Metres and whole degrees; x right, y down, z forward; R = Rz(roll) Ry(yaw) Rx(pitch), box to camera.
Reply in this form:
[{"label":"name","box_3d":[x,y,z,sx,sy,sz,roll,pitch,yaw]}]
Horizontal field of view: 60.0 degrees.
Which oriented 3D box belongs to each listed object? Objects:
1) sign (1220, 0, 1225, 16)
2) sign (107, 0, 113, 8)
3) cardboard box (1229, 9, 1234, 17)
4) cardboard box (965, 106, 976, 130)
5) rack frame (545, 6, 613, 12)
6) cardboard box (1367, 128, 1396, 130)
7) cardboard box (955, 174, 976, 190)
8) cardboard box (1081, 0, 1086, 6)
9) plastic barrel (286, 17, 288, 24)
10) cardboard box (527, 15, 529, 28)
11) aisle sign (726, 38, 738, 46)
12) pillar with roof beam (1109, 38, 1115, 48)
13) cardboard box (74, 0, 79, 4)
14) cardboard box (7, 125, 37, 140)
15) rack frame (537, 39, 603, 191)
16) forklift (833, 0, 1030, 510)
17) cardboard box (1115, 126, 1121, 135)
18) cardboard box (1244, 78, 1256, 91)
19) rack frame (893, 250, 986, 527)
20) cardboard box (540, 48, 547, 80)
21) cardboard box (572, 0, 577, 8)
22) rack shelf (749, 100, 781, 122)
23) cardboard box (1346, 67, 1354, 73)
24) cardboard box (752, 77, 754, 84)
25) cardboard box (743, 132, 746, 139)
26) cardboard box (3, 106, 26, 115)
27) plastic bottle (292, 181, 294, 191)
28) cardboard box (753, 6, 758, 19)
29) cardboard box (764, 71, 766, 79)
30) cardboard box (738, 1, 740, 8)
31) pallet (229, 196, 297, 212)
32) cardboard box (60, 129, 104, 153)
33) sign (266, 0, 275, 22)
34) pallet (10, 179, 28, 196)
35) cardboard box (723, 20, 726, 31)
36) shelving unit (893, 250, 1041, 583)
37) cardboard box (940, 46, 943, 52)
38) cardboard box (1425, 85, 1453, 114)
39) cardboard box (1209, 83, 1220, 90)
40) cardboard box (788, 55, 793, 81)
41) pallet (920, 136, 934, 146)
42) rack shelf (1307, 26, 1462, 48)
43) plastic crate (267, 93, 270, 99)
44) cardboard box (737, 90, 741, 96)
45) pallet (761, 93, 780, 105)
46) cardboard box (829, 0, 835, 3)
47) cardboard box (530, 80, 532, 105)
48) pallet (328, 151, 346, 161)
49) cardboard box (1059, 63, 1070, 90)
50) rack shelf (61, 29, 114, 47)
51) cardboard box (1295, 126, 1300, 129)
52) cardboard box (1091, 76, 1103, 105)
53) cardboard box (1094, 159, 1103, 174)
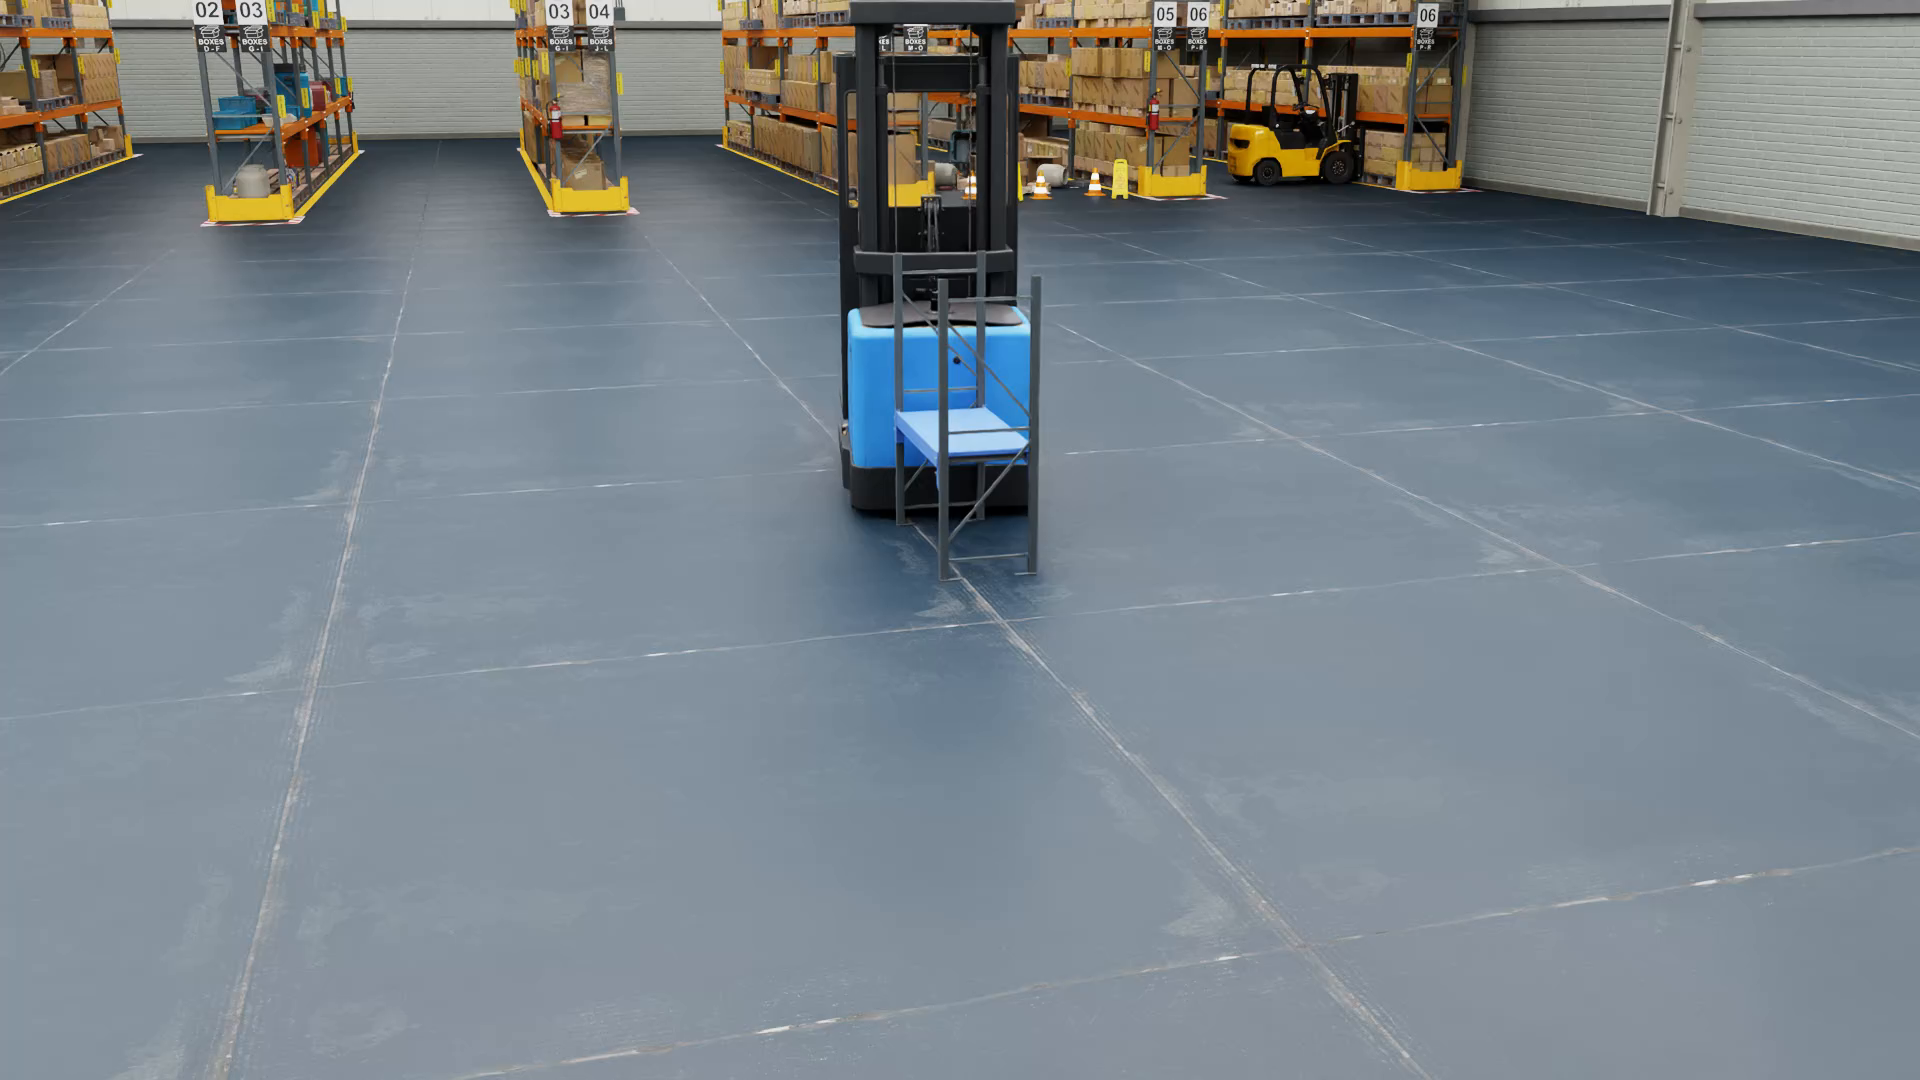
[{"label":"sign","box_3d":[5.758,-11.672,36.481,0.100,0.325,0.005,-5,17,-15]},{"label":"sign","box_3d":[-19.205,-12.183,37.542,0.100,0.325,0.005,-5,17,-15]},{"label":"cardboard box","box_3d":[6.084,-11.483,36.254,0.380,0.166,0.250,-5,17,-15]},{"label":"cardboard box","box_3d":[0.657,-9.761,39.197,0.875,0.875,0.875,-4,17,-14]},{"label":"rack frame","box_3d":[-5.821,-9.513,24.980,1.000,3.000,0.127,-5,17,-15]},{"label":"cardboard box","box_3d":[8.127,-7.747,31.841,0.500,0.250,0.500,-5,17,-16]},{"label":"cardboard box","box_3d":[0.120,-6.471,30.034,0.396,0.266,0.258,-2,17,-6]},{"label":"cardboard box","box_3d":[2.480,-10.046,31.017,0.380,0.149,0.250,-4,17,-14]},{"label":"plastic barrel","box_3d":[-12.208,-9.498,30.385,0.301,0.262,0.301,0,17,0]},{"label":"cardboard box","box_3d":[-8.135,-10.068,32.300,0.500,0.250,0.500,-4,17,-14]},{"label":"aisle sign","box_3d":[-5.730,-12.671,41.404,0.394,0.787,0.004,-5,17,-15]},{"label":"pillar with roof beam","box_3d":[0.068,-15.593,45.219,9.100,9.000,0.400,-5,17,-15]},{"label":"cardboard box","box_3d":[-18.816,-11.421,34.635,0.700,0.500,0.500,-5,17,-15]},{"label":"cardboard box","box_3d":[-18.333,-7.981,32.586,0.500,0.250,0.500,-5,17,-16]},{"label":"rack frame","box_3d":[-6.920,-7.746,29.527,1.000,3.000,0.127,-5,17,-15]},{"label":"forklift","box_3d":[-0.216,-1.948,10.344,1.130,2.935,3.031,-2,17,-5]},{"label":"cardboard box","box_3d":[3.005,-7.345,29.807,0.380,0.149,0.250,-4,17,-14]},{"label":"cardboard box","box_3d":[6.430,-9.771,35.657,0.500,0.250,0.500,-5,17,-17]},{"label":"rack frame","box_3d":[-0.108,-0.811,9.046,0.500,1.500,0.032,-4,17,-14]},{"label":"cardboard box","box_3d":[-6.765,-7.995,27.924,0.500,0.500,0.500,-5,17,-15]},{"label":"cardboard box","box_3d":[-6.156,-8.329,25.820,0.380,0.149,0.250,-5,18,-17]},{"label":"rack shelf","box_3d":[-3.773,-9.426,36.368,1.077,0.370,4.000,-5,17,-15]},{"label":"cardboard box","box_3d":[7.612,-8.963,31.757,0.380,0.149,0.250,-5,17,-15]},{"label":"cardboard box","box_3d":[-4.363,-10.112,36.592,0.380,0.149,0.250,-4,17,-13]},{"label":"cardboard box","box_3d":[-4.891,-9.510,39.107,0.380,0.149,0.250,-5,18,-17]},{"label":"cardboard box","box_3d":[-17.033,-7.723,29.887,0.380,0.149,0.250,-5,17,-15]},{"label":"plastic bottle","box_3d":[-10.931,-5.795,27.129,0.097,0.201,0.097,0,17,0]},{"label":"cardboard box","box_3d":[-4.282,-11.659,36.761,0.500,0.311,0.500,-5,17,-16]},{"label":"cardboard box","box_3d":[-3.937,-9.824,35.116,0.380,0.149,0.250,-4,17,-14]},{"label":"cardboard box","box_3d":[-4.965,-12.471,38.741,0.380,0.149,0.250,-5,18,-17]},{"label":"pallet","box_3d":[-10.868,-5.155,25.748,1.003,0.211,1.213,-5,17,-15]},{"label":"cardboard box","box_3d":[-19.166,-8.712,36.314,0.797,0.503,0.637,-5,17,-15]},{"label":"sign","box_3d":[-10.053,-7.732,24.248,0.100,0.325,0.005,-5,17,-15]},{"label":"pallet","box_3d":[-17.025,-6.168,29.118,1.003,0.211,1.213,-5,17,-15]},{"label":"cardboard box","box_3d":[-5.544,-12.650,40.899,0.500,0.250,0.500,-4,17,-13]},{"label":"shelving unit","box_3d":[0.017,-0.670,8.574,0.538,1.500,1.048,-4,17,-14]},{"label":"cardboard box","box_3d":[-0.272,-11.999,40.644,0.380,0.149,0.250,-5,17,-16]},{"label":"cardboard box","box_3d":[8.610,-8.024,30.276,0.500,0.500,0.500,-4,17,-13]},{"label":"cardboard box","box_3d":[5.731,-10.262,37.608,0.380,0.149,0.250,-4,17,-14]},{"label":"cardboard box","box_3d":[-3.109,-9.619,33.848,0.700,0.500,0.500,-5,17,-16]},{"label":"pallet","box_3d":[-0.395,-10.299,42.871,1.003,0.211,1.213,-5,17,-15]},{"label":"rack shelf","box_3d":[7.929,-9.462,31.275,1.077,0.370,4.000,-5,17,-15]},{"label":"plastic crate","box_3d":[-12.285,-7.628,29.159,0.392,0.384,0.575,-5,17,-15]},{"label":"cardboard box","box_3d":[-5.125,-10.690,39.764,0.380,0.149,0.250,-4,17,-14]},{"label":"pallet","box_3d":[-3.521,-9.314,35.078,1.213,0.211,1.003,-5,17,-15]},{"label":"cardboard box","box_3d":[-1.979,-9.431,28.759,0.500,0.250,0.500,-5,17,-16]},{"label":"cardboard box","box_3d":[-8.525,-9.156,34.045,0.500,0.500,0.500,-5,17,-16]},{"label":"pallet","box_3d":[-14.121,-8.433,36.658,1.003,0.211,1.213,-5,17,-15]},{"label":"cardboard box","box_3d":[2.260,-9.031,32.382,0.500,0.500,0.500,-5,17,-16]},{"label":"rack shelf","box_3d":[-19.195,-10.822,35.803,1.077,0.370,4.000,-5,17,-15]},{"label":"cardboard box","box_3d":[7.019,-8.346,34.920,0.875,0.625,0.625,-5,17,-16]},{"label":"cardboard box","box_3d":[2.747,-8.300,30.677,0.500,0.500,0.500,-5,17,-16]},{"label":"cardboard box","box_3d":[2.816,-6.936,30.879,0.500,0.250,0.500,-5,17,-16]}]
